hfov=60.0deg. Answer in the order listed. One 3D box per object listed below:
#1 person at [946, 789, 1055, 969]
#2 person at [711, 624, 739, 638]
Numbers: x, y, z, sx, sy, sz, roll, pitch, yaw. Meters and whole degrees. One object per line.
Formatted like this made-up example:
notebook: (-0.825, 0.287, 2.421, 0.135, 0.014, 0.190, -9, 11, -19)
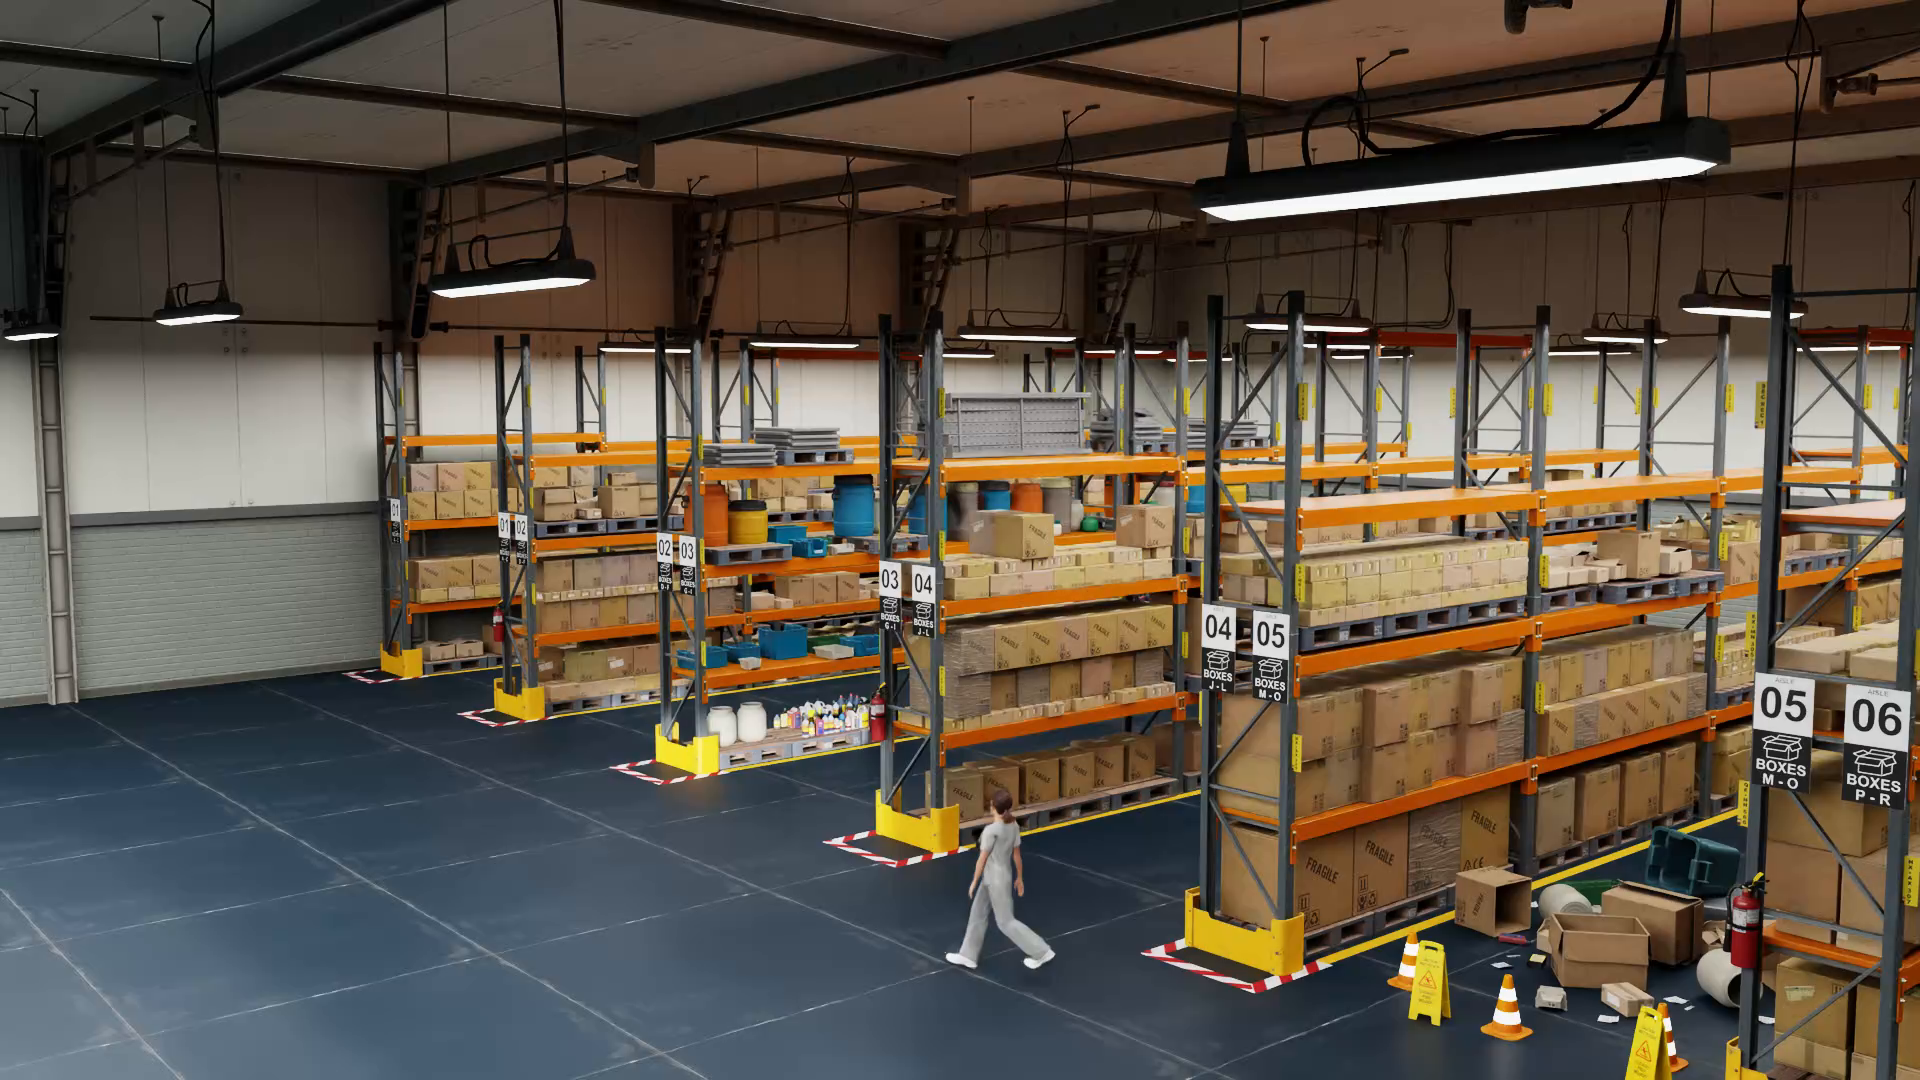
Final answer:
person: (0.353, 3.022, 14.699, 0.986, 1.618, 0.416, 0, 5, 5)
person: (-4.337, 1.580, 30.608, 0.594, 1.677, 0.479, -1, 5, -11)
